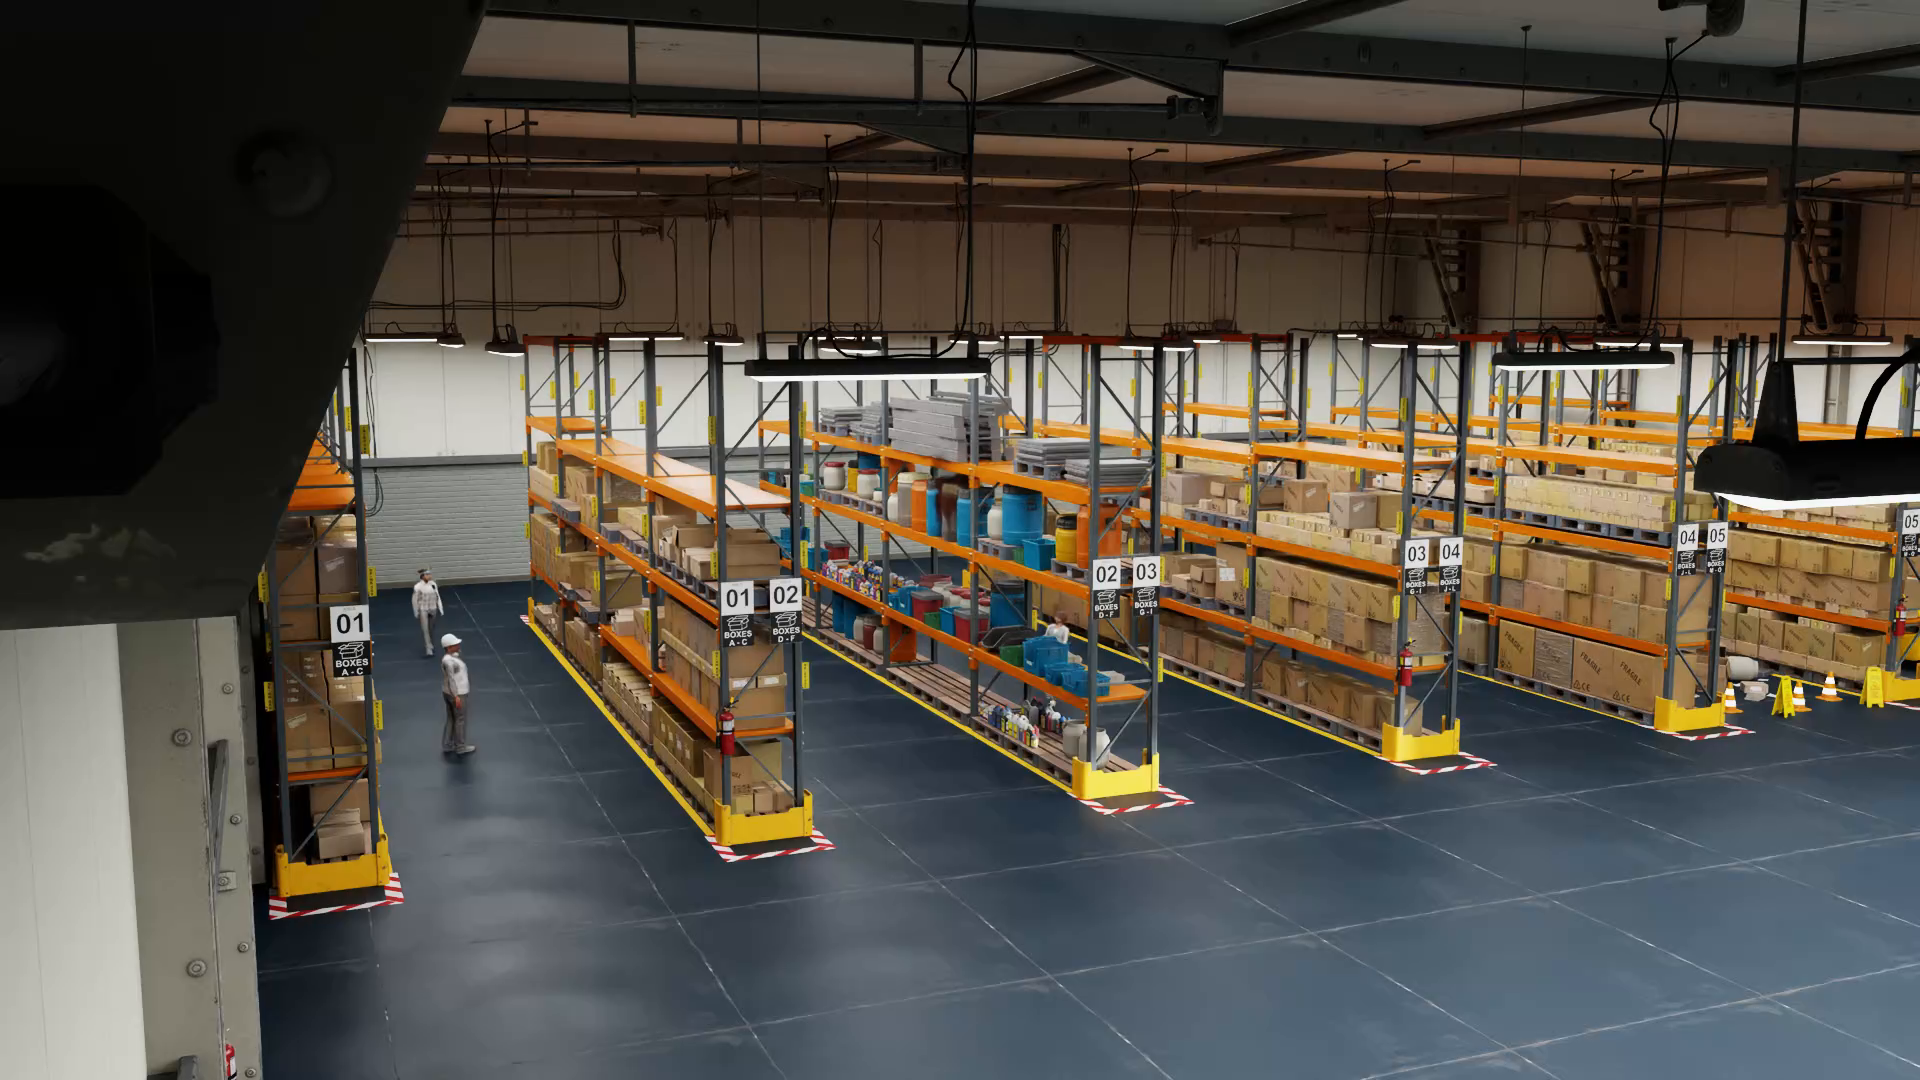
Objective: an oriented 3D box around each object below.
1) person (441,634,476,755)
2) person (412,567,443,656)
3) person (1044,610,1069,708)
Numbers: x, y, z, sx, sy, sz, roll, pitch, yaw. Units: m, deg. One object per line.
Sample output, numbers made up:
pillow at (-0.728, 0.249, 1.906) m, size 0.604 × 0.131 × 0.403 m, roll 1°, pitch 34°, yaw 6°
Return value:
person at (-7.329, 2.247, 24.247) m, size 0.463 × 1.799 × 0.571 m, roll -6°, pitch 9°, yaw -36°
person at (-10.082, 1.319, 31.499) m, size 0.540 × 1.632 × 0.978 m, roll -4°, pitch 9°, yaw -28°
person at (1.516, 1.956, 27.352) m, size 0.431 × 1.522 × 0.652 m, roll 3°, pitch 8°, yaw 24°
